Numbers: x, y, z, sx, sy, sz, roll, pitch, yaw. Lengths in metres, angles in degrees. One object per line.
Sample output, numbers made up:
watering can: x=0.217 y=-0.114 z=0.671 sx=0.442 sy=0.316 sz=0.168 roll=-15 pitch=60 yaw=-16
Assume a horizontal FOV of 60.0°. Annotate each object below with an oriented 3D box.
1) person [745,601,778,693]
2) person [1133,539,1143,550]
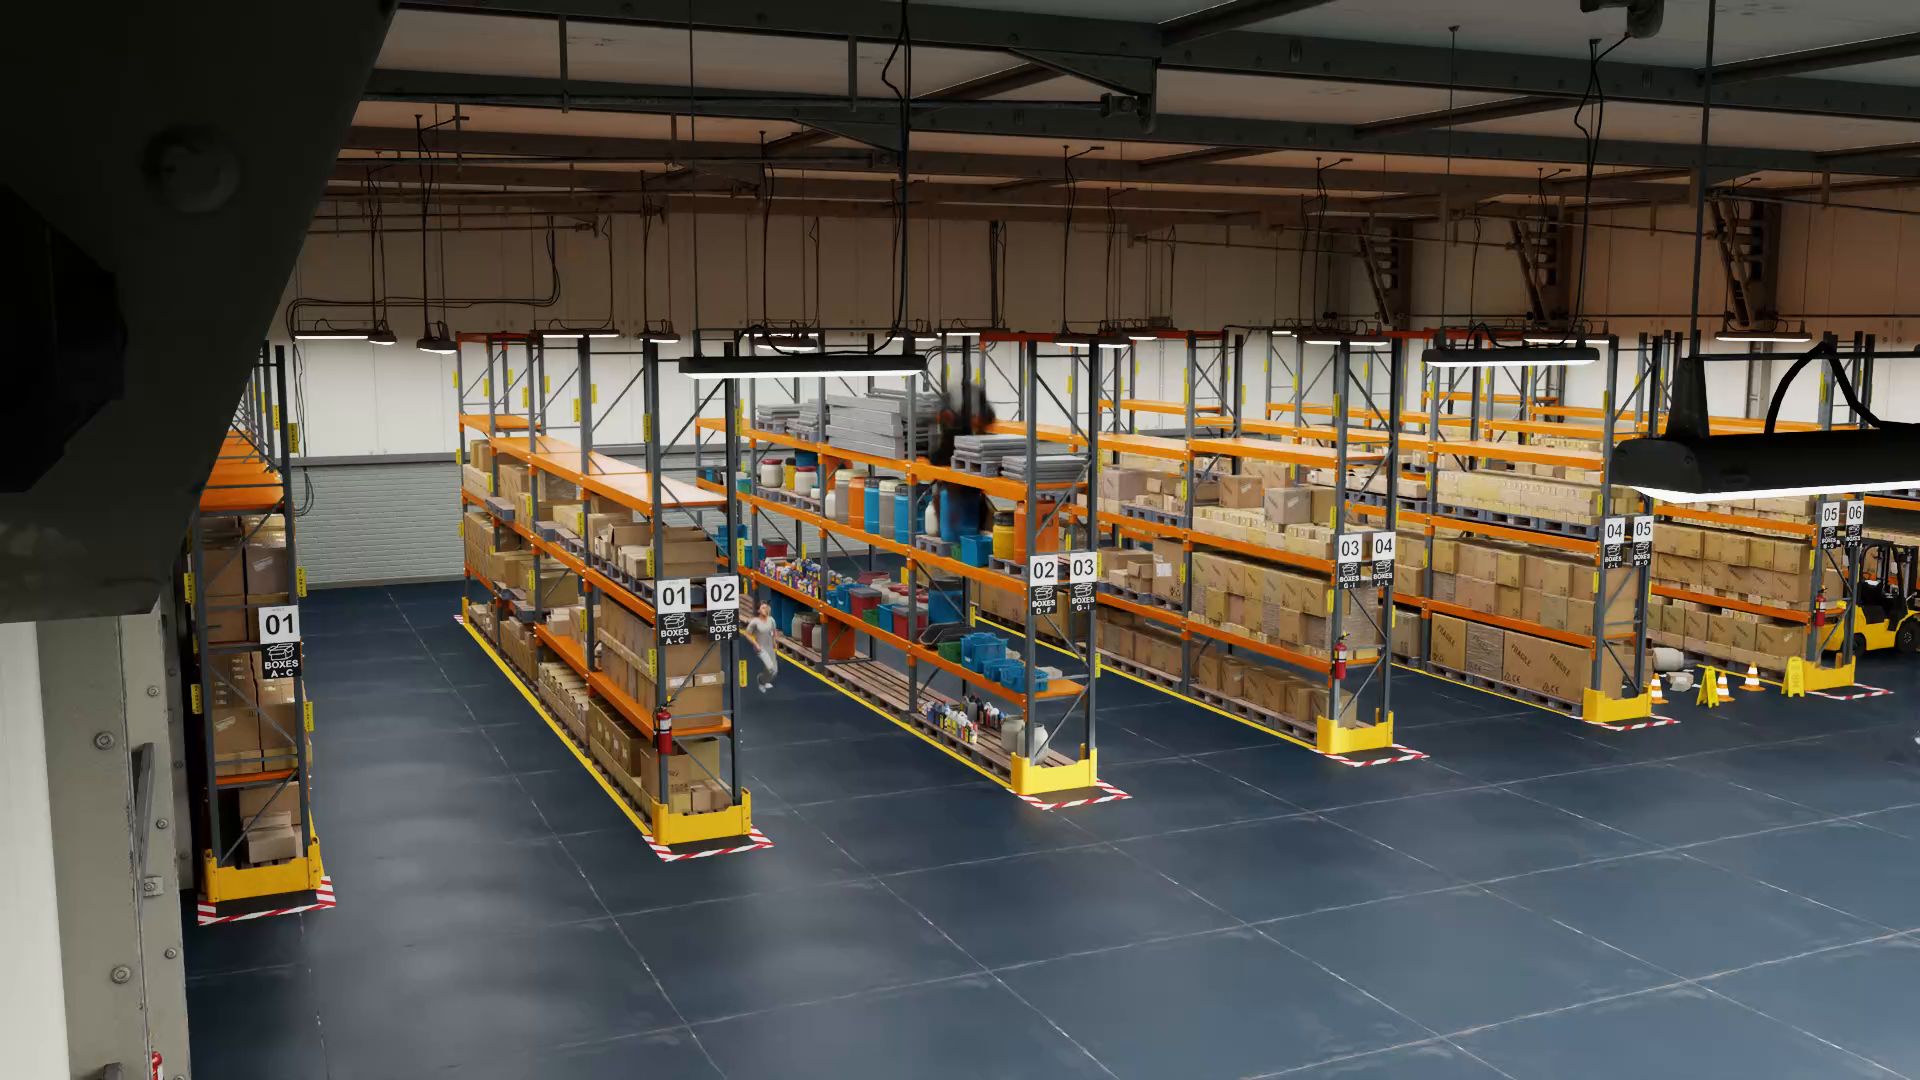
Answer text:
person: x=-3.204 y=1.774 z=27.117 sx=0.563 sy=1.564 sz=0.725 roll=-5 pitch=9 yaw=-33
person: x=4.467 y=-0.153 z=41.761 sx=0.794 sy=1.755 sz=0.721 roll=6 pitch=10 yaw=37
